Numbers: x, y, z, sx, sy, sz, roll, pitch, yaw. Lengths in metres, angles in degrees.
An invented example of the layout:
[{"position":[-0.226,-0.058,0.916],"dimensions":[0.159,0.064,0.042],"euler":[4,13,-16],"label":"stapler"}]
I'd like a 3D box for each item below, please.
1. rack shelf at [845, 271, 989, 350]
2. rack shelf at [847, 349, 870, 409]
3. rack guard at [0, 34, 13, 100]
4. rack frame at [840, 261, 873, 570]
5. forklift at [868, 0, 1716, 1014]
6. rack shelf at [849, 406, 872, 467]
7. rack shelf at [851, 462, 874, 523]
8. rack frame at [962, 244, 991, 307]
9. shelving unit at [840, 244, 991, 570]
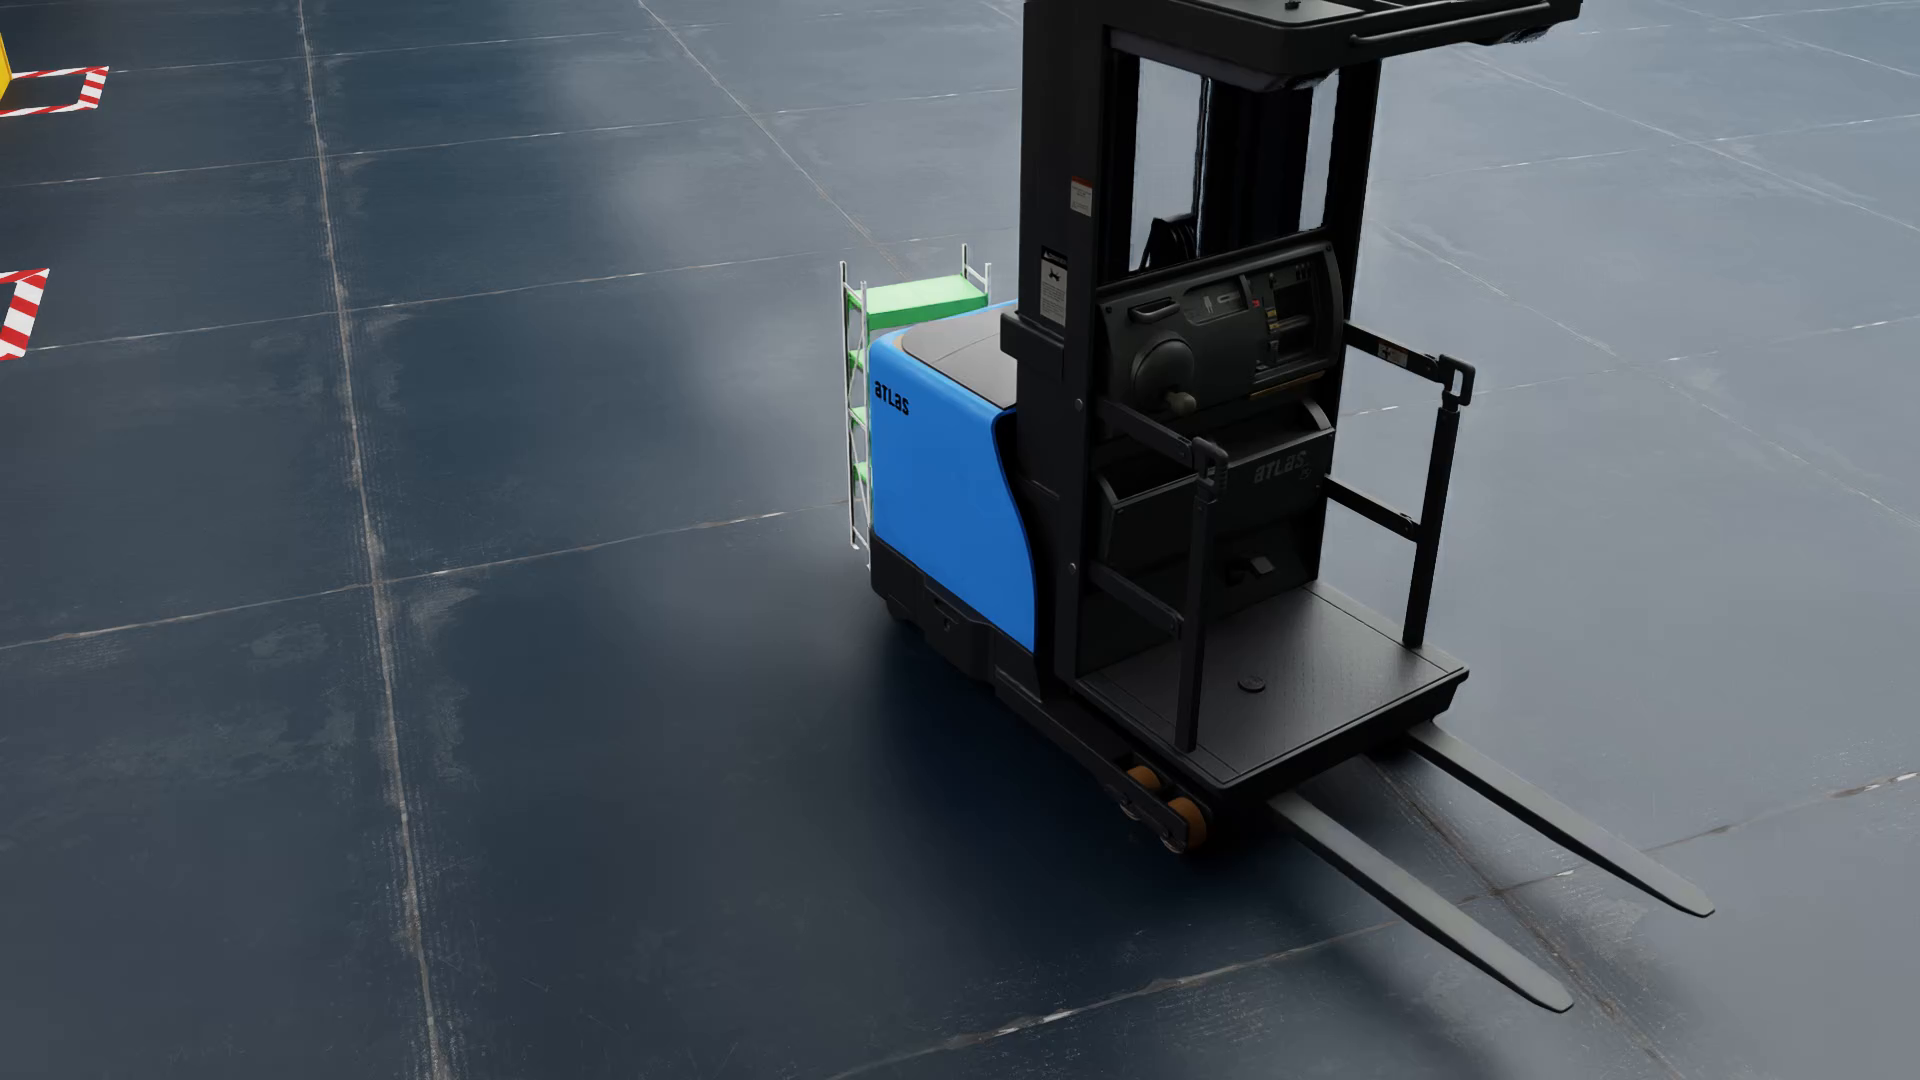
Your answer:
[{"position":[-0.163,-0.859,6.205],"dimensions":[0.480,0.148,0.258],"euler":[-12,32,-20],"label":"rack shelf"},{"position":[-0.163,-0.650,6.324],"dimensions":[0.480,0.148,0.258],"euler":[-12,32,-20],"label":"rack shelf"},{"position":[-7.477,-3.599,12.563],"dimensions":[0.348,0.500,1.175],"euler":[-10,31,-18],"label":"rack guard"},{"position":[-0.388,-0.450,6.328],"dimensions":[0.015,1.200,0.240],"euler":[-12,32,-20],"label":"rack frame"},{"position":[0.920,-0.592,4.829],"dimensions":[1.130,2.935,3.031],"euler":[-19,35,-30],"label":"forklift"},{"position":[-0.163,-0.442,6.443],"dimensions":[0.480,0.148,0.258],"euler":[-12,32,-20],"label":"rack shelf"},{"position":[-0.163,-0.233,6.562],"dimensions":[0.480,0.148,0.258],"euler":[-12,32,-20],"label":"rack shelf"},{"position":[0.061,-0.545,6.494],"dimensions":[0.015,1.200,0.240],"euler":[-12,32,-20],"label":"rack frame"},{"position":[-0.163,-0.497,6.411],"dimensions":[0.503,1.200,0.258],"euler":[-12,32,-20],"label":"shelving unit"}]
